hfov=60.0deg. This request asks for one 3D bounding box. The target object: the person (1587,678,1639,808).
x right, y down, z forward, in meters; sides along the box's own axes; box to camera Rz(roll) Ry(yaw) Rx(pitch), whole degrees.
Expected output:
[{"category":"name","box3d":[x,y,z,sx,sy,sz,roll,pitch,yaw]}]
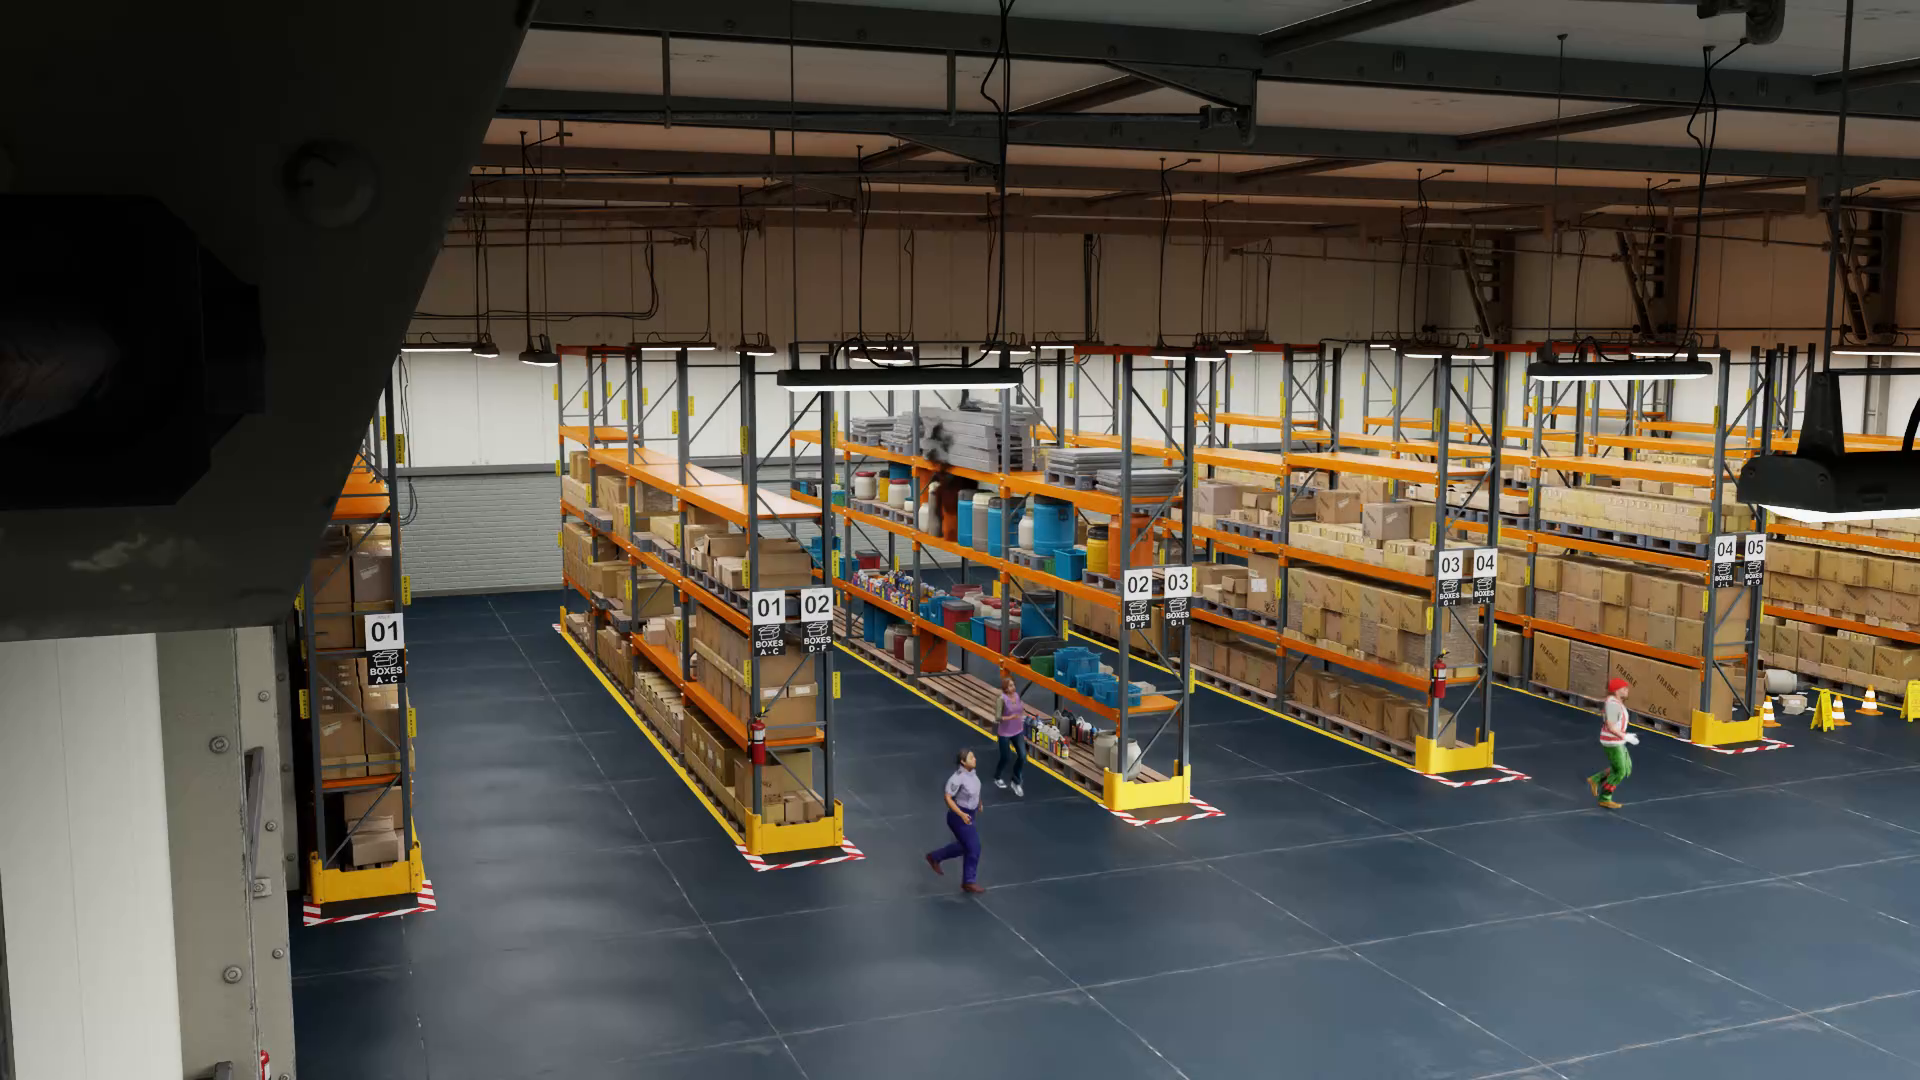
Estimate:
[{"category":"person","box3d":[8.657,2.679,22.023,0.624,1.739,0.681,3,8,22]}]

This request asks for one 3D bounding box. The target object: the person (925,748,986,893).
[{"category":"person","box3d":[-0.048,3.151,18.835,0.746,1.655,0.605,2,8,16]}]

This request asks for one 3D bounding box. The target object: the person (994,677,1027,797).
[{"category":"person","box3d":[0.688,2.673,22.628,0.514,1.639,0.662,-4,8,-29]}]
